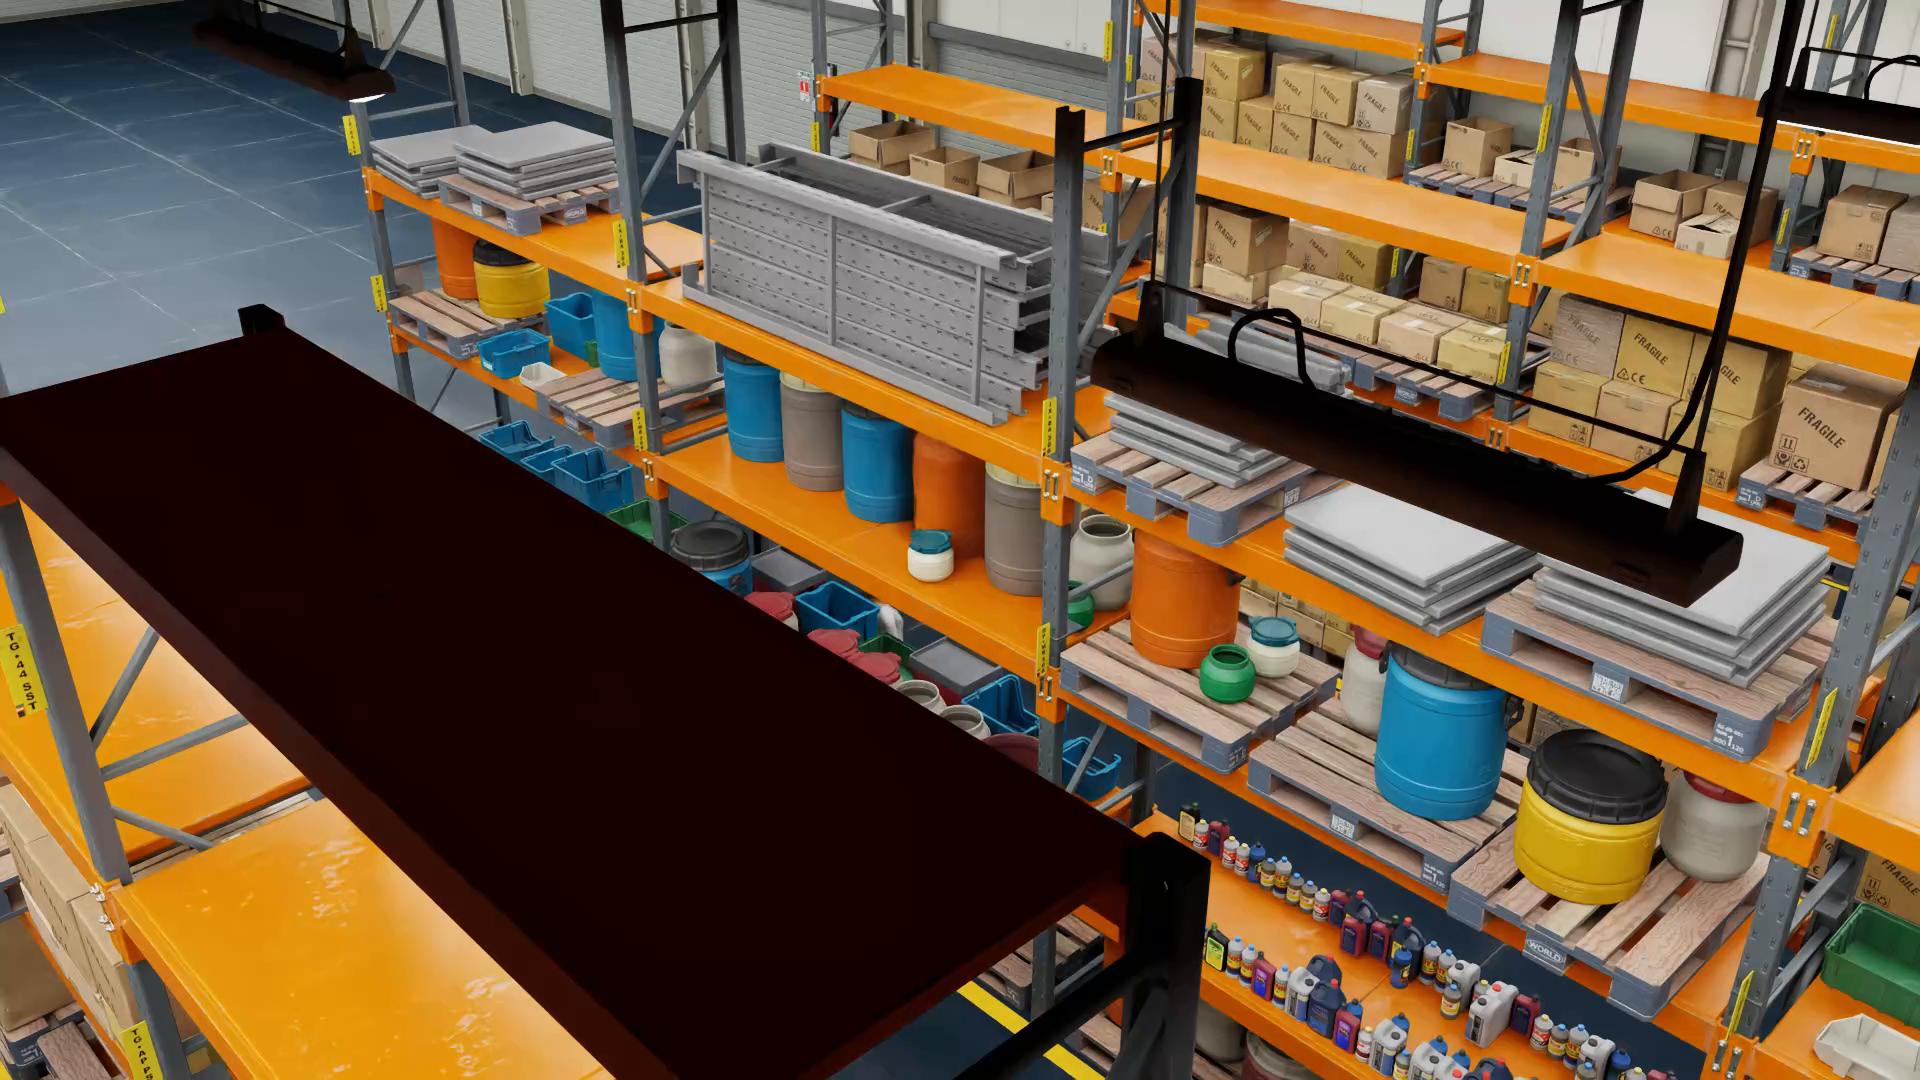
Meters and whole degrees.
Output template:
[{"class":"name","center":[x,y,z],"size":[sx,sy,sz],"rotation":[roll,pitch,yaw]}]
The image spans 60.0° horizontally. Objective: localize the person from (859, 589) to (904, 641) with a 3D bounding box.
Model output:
[{"class":"person","center":[-0.479,0.877,13.175],"size":[1.072,1.503,0.461],"rotation":[-10,30,-18]}]
